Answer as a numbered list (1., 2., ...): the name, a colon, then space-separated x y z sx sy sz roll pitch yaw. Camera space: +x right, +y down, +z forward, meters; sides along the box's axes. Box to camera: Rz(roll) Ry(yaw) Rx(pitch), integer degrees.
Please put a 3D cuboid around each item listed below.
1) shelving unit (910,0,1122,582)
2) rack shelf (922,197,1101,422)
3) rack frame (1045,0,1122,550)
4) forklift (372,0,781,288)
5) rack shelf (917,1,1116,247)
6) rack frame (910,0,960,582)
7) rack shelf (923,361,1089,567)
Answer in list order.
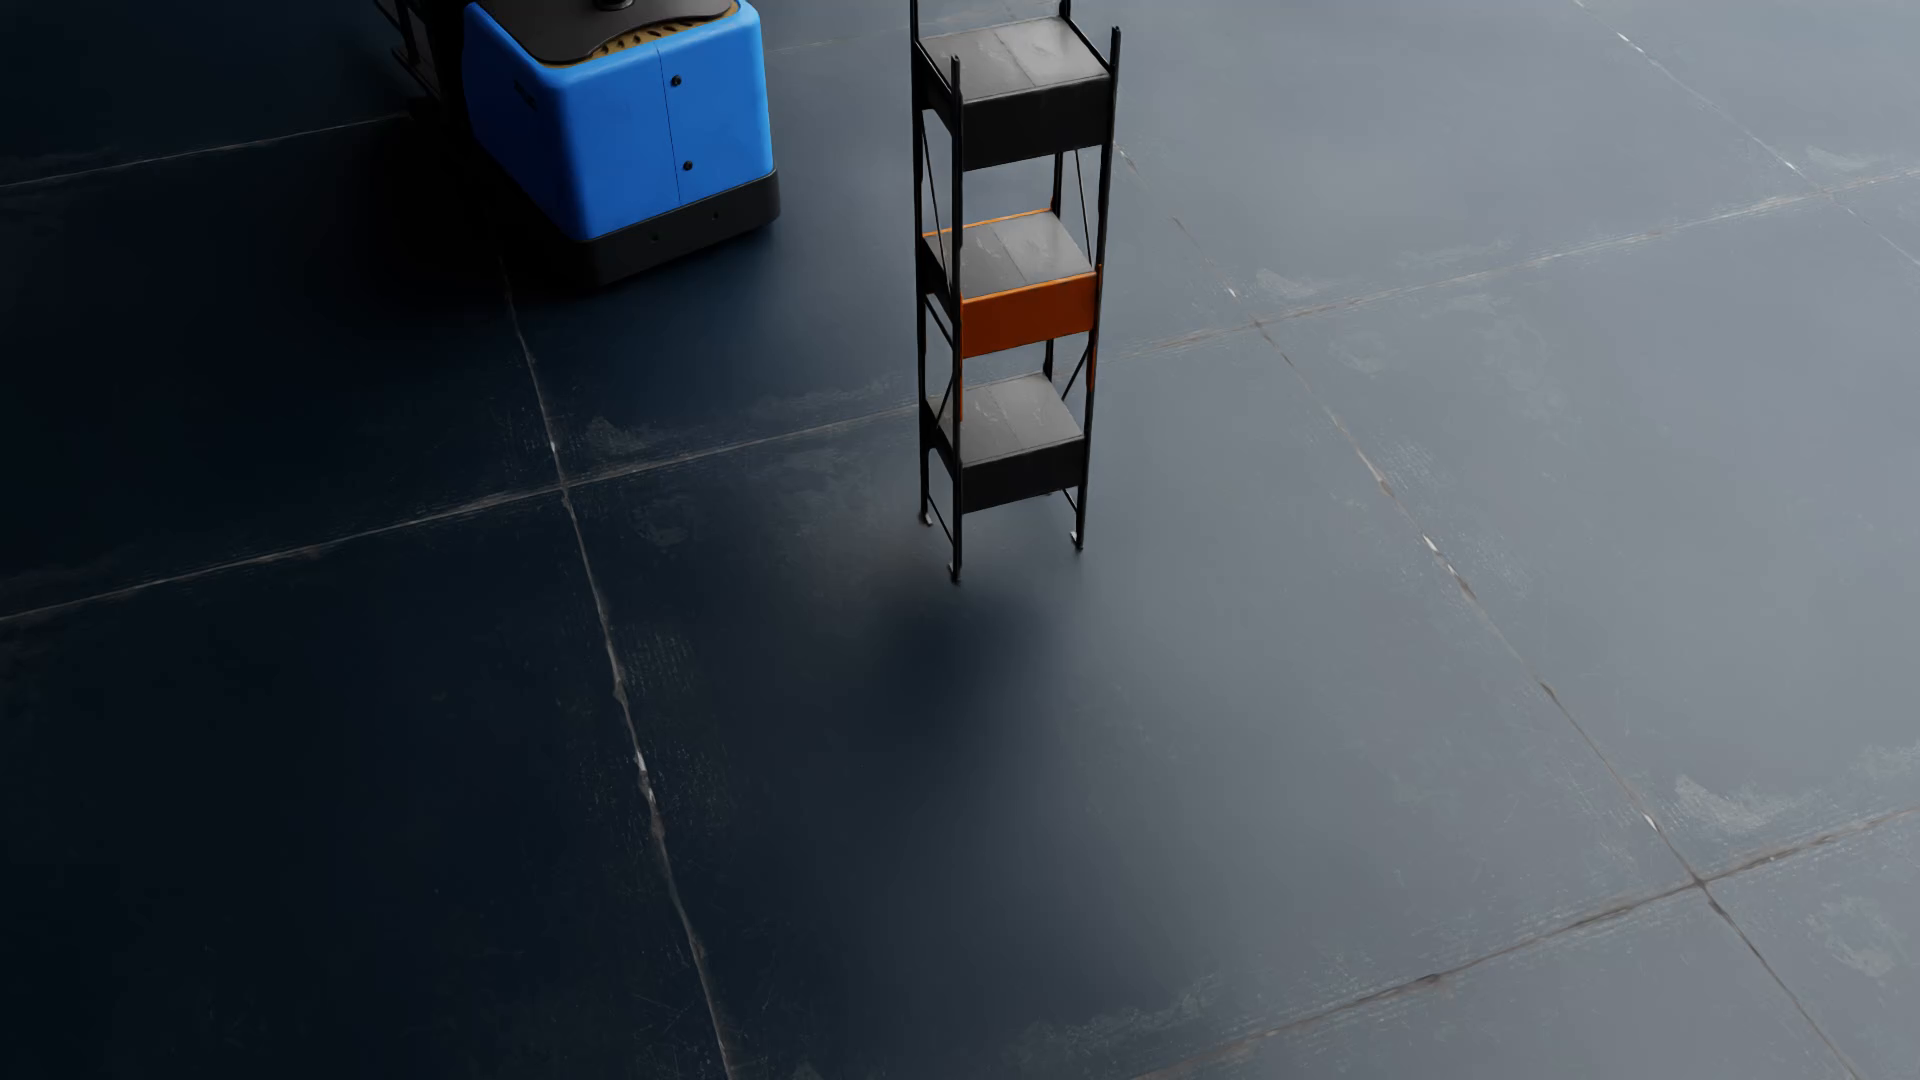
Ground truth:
1. shelving unit: 0.156 -0.781 5.546 0.503 2.100 0.431 -14 47 -14
2. rack shelf: 0.156 -0.771 5.556 0.480 0.518 0.431 -14 47 -14
3. rack frame: 0.385 -0.840 5.604 0.015 2.100 0.400 -14 47 -14
4. forklift: -2.079 -3.143 7.313 1.130 2.935 3.031 -26 51 -24
5. rack shelf: 0.156 -1.266 5.060 0.480 0.518 0.431 -14 47 -14
6. rack frame: -0.074 -0.722 5.487 0.015 2.100 0.400 -14 47 -14
7. rack shelf: 0.156 -0.277 6.051 0.480 0.518 0.431 -14 47 -14
